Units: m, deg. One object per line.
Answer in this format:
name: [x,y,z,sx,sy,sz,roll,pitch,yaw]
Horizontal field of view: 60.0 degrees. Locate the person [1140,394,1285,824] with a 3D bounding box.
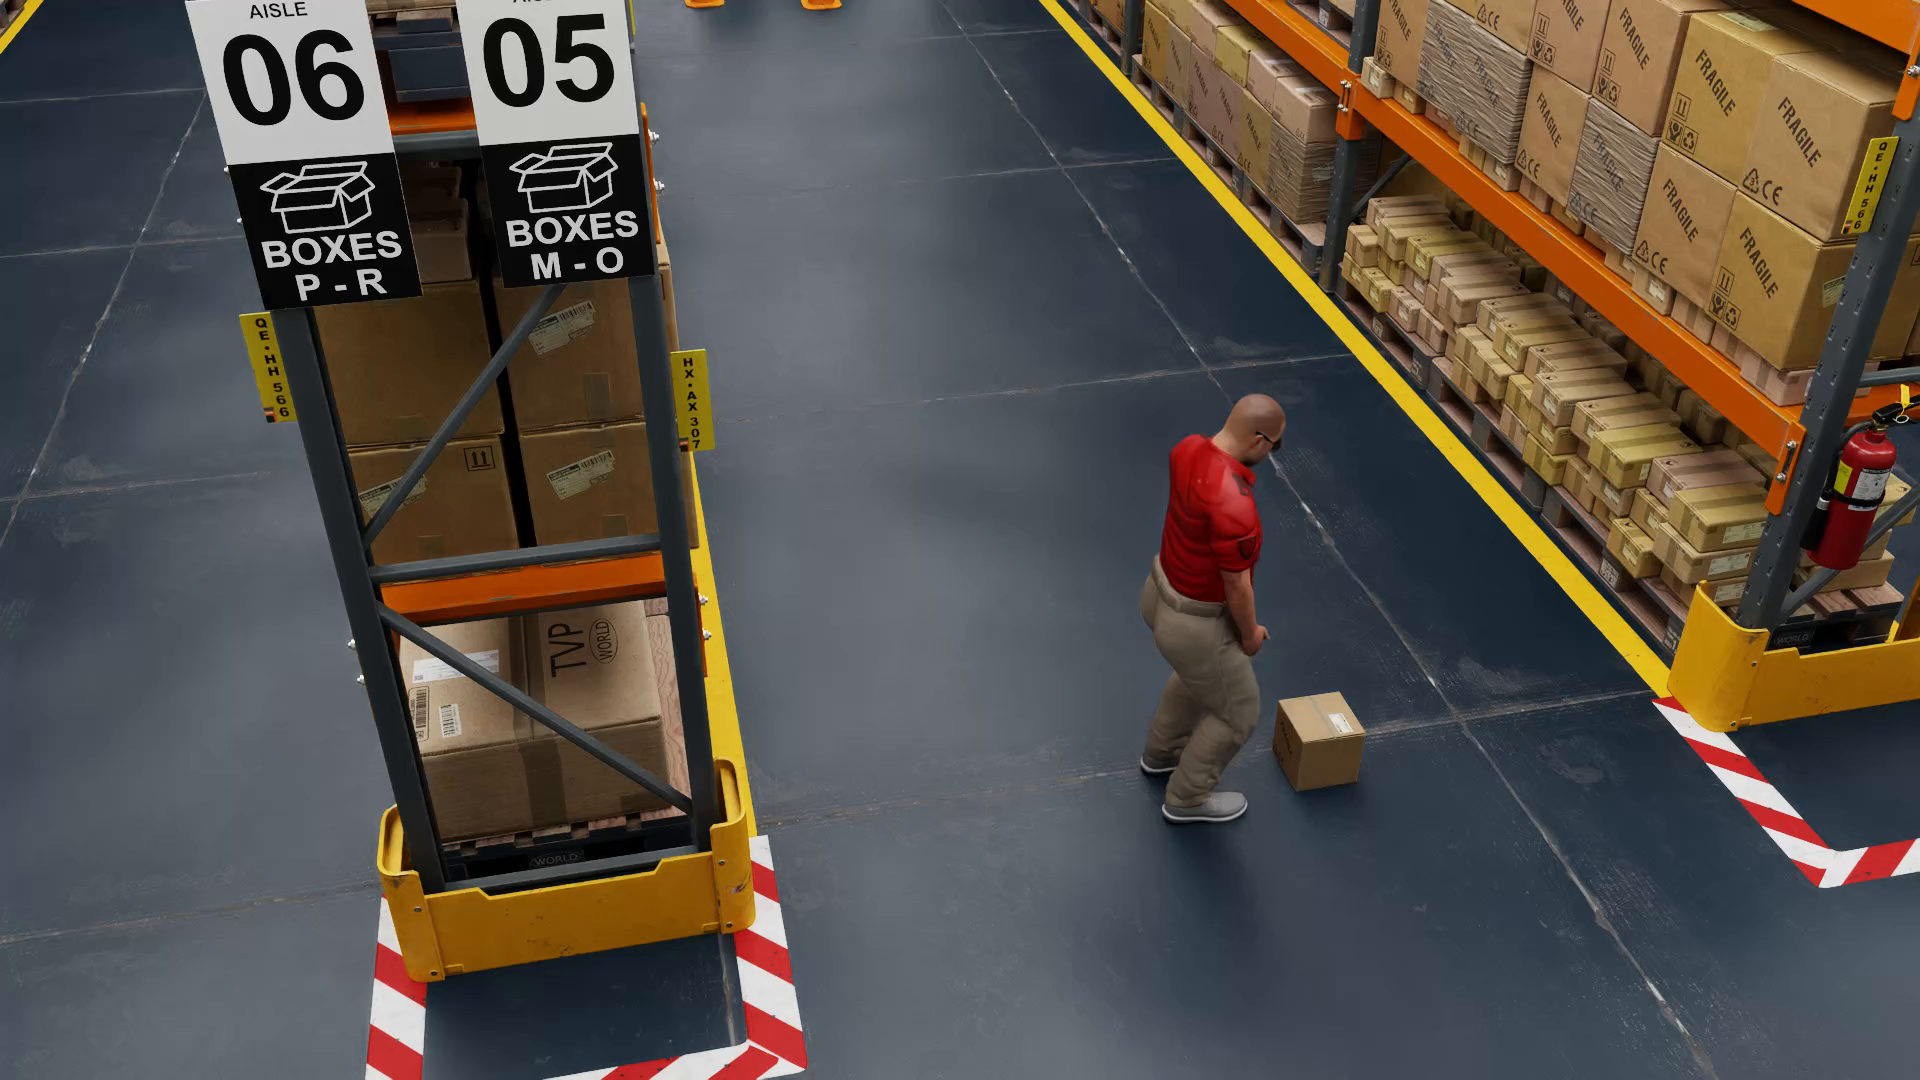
person: [0.866,0.236,5.877,0.442,1.666,0.560,-6,35,-9]
